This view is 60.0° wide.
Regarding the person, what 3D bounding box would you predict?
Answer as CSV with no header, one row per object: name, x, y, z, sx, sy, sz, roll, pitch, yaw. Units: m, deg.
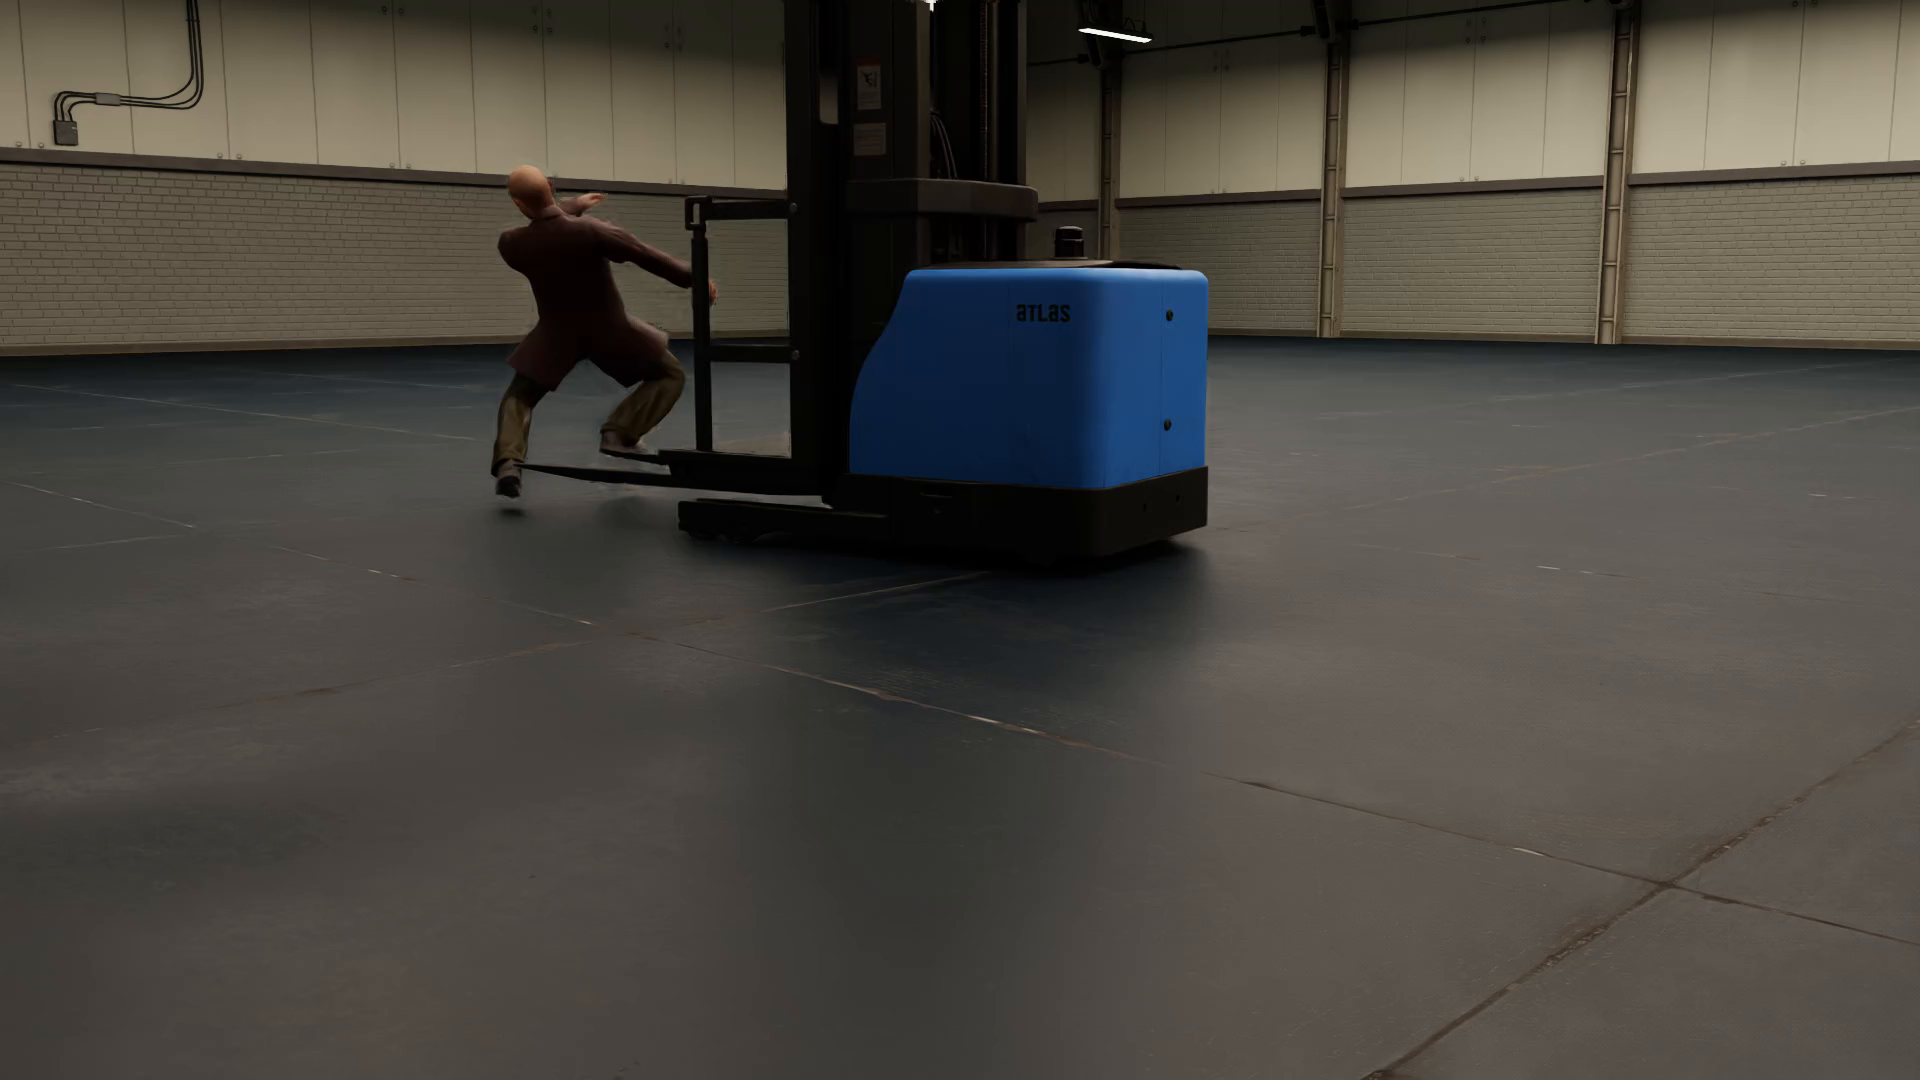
person,-1.675,-0.971,7.860,1.035,1.507,0.869,-1,9,-5

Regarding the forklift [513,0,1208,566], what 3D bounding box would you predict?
forklift,-0.546,-1.495,6.802,3.031,2.935,1.130,5,10,31
